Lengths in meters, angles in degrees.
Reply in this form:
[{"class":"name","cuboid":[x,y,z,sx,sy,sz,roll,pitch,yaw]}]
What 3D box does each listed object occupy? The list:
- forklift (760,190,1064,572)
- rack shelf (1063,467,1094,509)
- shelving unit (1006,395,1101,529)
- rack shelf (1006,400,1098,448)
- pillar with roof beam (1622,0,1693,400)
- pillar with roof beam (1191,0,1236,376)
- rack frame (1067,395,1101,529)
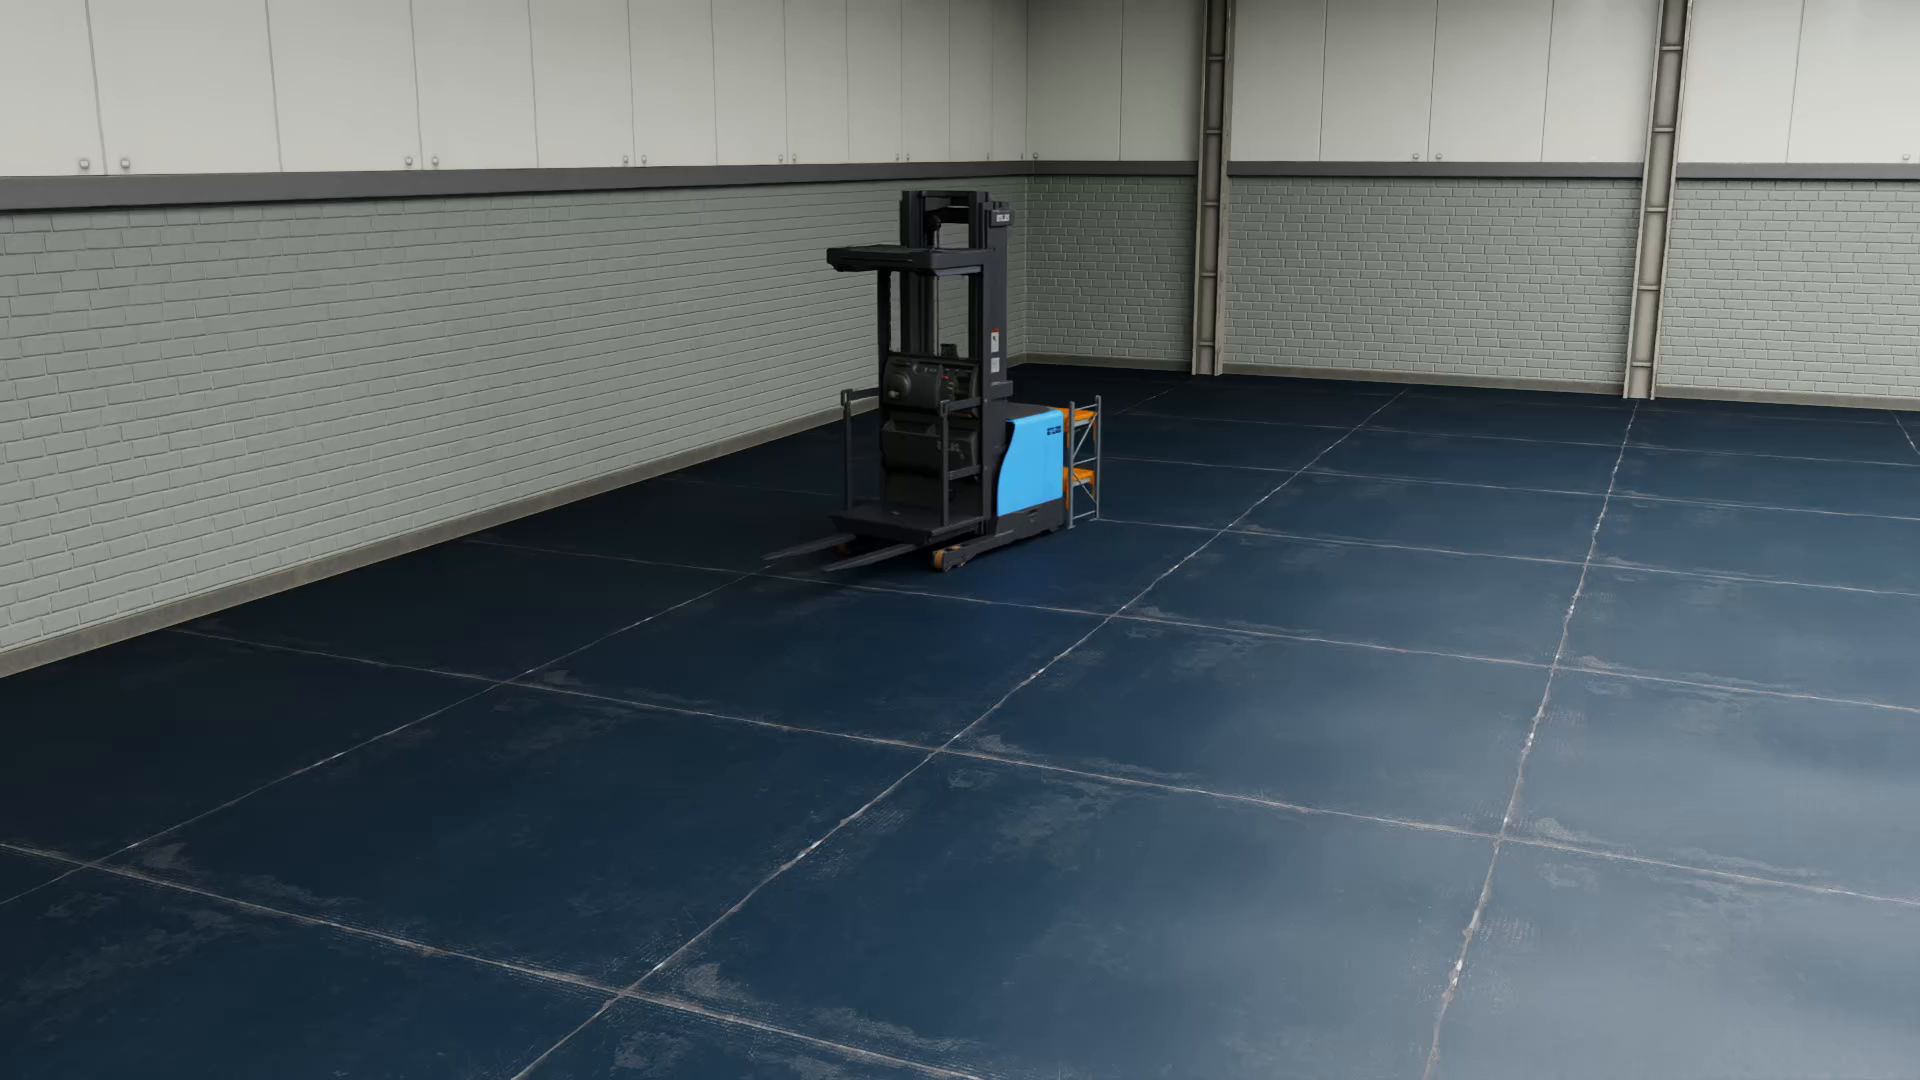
[{"class":"forklift","cuboid":[-0.366,-1.305,13.400,1.130,2.935,3.031,10,16,35]},{"class":"rack shelf","cuboid":[0.685,-0.525,15.099,1.000,0.278,0.538,9,16,34]},{"class":"shelving unit","cuboid":[0.685,-0.763,15.043,1.048,1.125,0.538,9,16,34]},{"class":"rack shelf","cuboid":[0.685,-1.048,14.976,1.000,0.278,0.538,9,16,34]},{"class":"pillar with roof beam","cuboid":[7.435,-5.413,17.623,0.400,9.000,9.100,6,14,23]},{"class":"pillar with roof beam","cuboid":[1.949,-5.968,19.989,0.400,9.000,9.100,6,14,23]},{"class":"rack frame","cuboid":[1.101,-0.696,14.759,0.032,1.125,0.500,9,16,34]}]
